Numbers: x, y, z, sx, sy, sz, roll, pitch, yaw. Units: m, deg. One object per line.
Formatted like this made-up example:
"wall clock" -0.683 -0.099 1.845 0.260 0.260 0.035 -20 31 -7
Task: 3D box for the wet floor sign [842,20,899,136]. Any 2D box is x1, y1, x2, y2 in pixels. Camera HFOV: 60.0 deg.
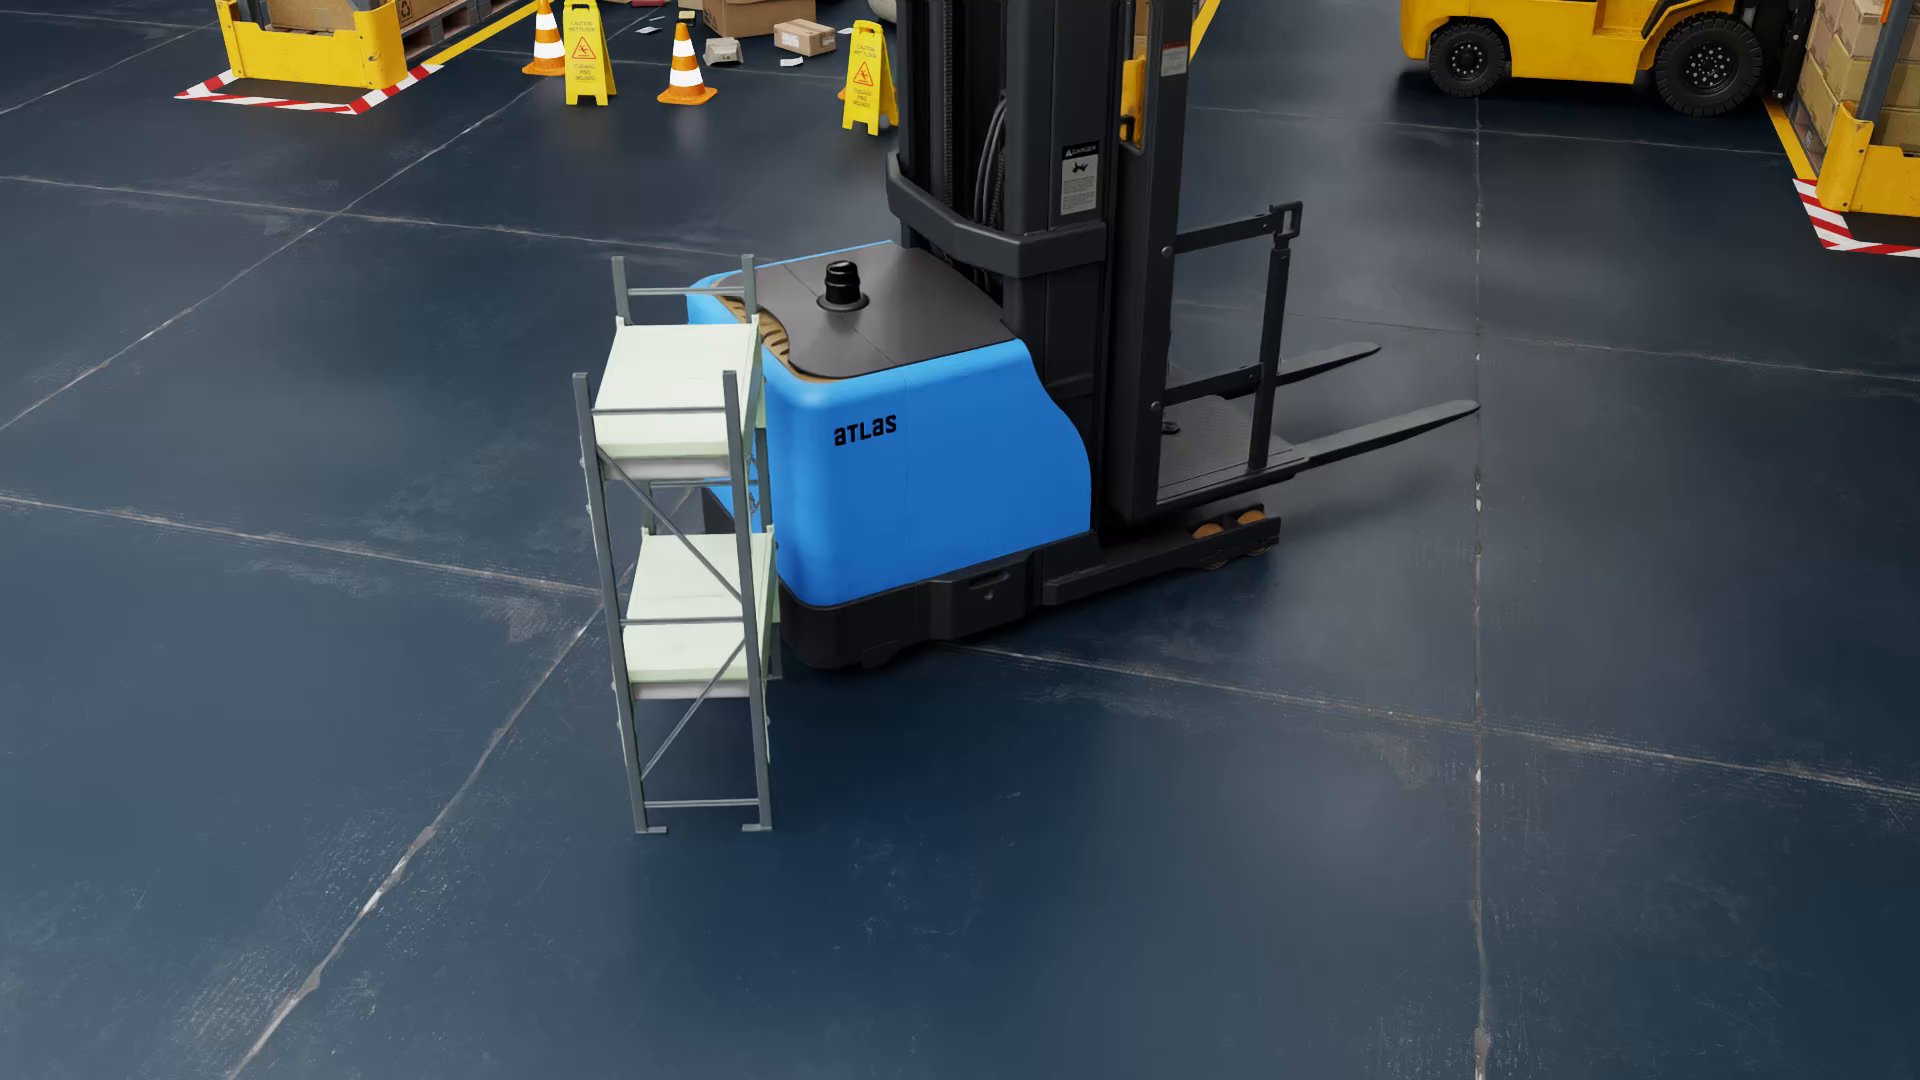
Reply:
"wet floor sign" -0.549 -2.821 10.087 0.267 0.644 0.232 20 38 29

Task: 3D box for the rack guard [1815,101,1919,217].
"rack guard" 5.330 -2.027 8.972 1.175 0.500 0.348 8 33 12

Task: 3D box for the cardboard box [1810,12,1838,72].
"cardboard box" 5.295 -2.876 9.683 0.500 0.250 0.500 8 33 12

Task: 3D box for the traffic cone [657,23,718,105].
"traffic cone" -1.764 -3.071 10.649 0.336 0.463 0.334 8 33 12

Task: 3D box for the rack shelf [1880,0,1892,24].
"rack shelf" 5.844 -3.828 10.146 1.077 0.370 4.000 8 33 12

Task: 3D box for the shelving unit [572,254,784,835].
"shelving unit" -0.770 0.026 4.811 0.431 1.500 0.755 -1 32 -2

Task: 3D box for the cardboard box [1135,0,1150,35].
"cardboard box" 1.012 -3.494 10.423 0.500 0.500 0.500 7 33 11

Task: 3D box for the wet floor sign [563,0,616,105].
"wet floor sign" -2.372 -3.111 10.542 0.267 0.644 0.232 3 33 4

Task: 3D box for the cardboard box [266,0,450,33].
"cardboard box" -4.171 -4.031 11.384 0.875 0.875 0.875 8 33 13

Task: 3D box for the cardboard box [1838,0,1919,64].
"cardboard box" 5.152 -2.814 9.120 0.500 0.250 0.500 9 34 14

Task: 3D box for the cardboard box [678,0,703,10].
"cardboard box" -1.919 -4.168 12.560 0.396 0.266 0.258 14 35 21

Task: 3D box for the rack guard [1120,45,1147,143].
"rack guard" 0.553 -2.752 10.114 1.175 0.500 0.348 8 33 12

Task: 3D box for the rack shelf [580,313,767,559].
"rack shelf" -0.770 -0.303 4.601 0.431 0.370 0.720 -1 32 -2

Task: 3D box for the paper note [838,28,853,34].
"paper note" -0.791 -3.692 12.040 0.148 0.019 0.142 20 38 29

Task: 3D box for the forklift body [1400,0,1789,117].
"forklift body" 4.053 -3.968 10.487 2.313 2.155 1.214 8 33 12

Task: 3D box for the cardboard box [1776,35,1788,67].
"cardboard box" 5.531 -3.185 10.636 0.500 0.250 0.500 9 34 14

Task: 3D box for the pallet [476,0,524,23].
"pallet" -3.841 -4.269 12.769 1.003 0.211 1.213 8 33 12

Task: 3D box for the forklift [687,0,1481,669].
"forklift" 0.605 -1.362 5.661 3.031 2.935 1.130 -16 36 -23

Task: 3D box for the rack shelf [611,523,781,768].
"rack shelf" -0.770 0.301 4.985 0.431 0.370 0.720 -1 32 -2

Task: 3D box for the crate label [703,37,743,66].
"crate label" -1.625 -3.350 11.391 0.250 0.136 0.298 -8 33 -13

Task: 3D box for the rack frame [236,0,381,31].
"rack frame" -4.279 -4.389 10.358 1.000 3.000 0.127 8 33 12

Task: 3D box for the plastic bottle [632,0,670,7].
"plastic bottle" -2.345 -4.097 12.637 0.283 0.061 0.133 -3 33 -4

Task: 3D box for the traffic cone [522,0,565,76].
"traffic cone" -2.771 -3.401 11.168 0.336 0.463 0.334 8 33 12

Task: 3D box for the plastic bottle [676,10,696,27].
"plastic bottle" -2.013 -3.848 12.245 0.133 0.061 0.283 -3 33 -4

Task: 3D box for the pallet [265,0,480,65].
"pallet" -4.152 -3.638 11.776 1.003 0.211 1.213 8 33 12

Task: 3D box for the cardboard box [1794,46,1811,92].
"cardboard box" 5.421 -2.913 10.207 0.500 0.250 0.500 8 33 13

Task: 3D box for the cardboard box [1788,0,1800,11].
"cardboard box" 5.536 -3.406 10.517 0.500 0.250 0.500 8 33 12

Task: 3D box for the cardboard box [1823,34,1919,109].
"cardboard box" 5.157 -2.617 9.276 0.500 0.250 0.500 8 33 12

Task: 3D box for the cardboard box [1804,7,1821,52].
"cardboard box" 5.406 -3.146 10.109 0.500 0.250 0.500 7 33 11

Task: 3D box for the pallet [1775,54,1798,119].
"pallet" 5.802 -2.951 10.695 1.003 0.211 1.213 8 33 12

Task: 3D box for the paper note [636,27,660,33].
"paper note" -2.250 -3.697 12.038 0.144 0.017 0.142 20 38 29

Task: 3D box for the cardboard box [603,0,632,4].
"cardboard box" -2.666 -4.466 12.807 0.500 0.500 0.500 14 35 21

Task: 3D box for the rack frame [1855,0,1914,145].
"rack frame" 5.336 -3.094 8.321 1.000 3.000 0.127 8 33 12

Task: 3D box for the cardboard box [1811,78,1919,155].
"cardboard box" 5.150 -2.398 9.397 0.500 0.250 0.500 8 33 13

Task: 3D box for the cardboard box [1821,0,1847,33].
"cardboard box" 5.275 -3.080 9.538 0.500 0.250 0.500 9 33 13

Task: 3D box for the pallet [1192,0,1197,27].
"pallet" 1.105 -3.678 11.839 1.003 0.211 1.213 8 33 12

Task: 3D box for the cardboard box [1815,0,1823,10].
"cardboard box" 5.394 -3.343 9.952 0.500 0.250 0.500 8 33 13

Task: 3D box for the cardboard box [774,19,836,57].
"cardboard box" -1.087 -3.520 11.648 0.380 0.149 0.250 28 42 36

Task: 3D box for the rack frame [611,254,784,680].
"rack frame" -0.787 -0.170 5.119 0.400 1.500 0.023 -1 32 -2

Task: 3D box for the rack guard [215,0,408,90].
"rack guard" -4.286 -3.322 11.009 1.175 0.500 0.348 8 33 12

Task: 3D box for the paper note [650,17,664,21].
"paper note" -2.245 -3.863 12.316 0.032 0.001 0.123 28 42 36

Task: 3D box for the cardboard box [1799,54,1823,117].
"cardboard box" 5.285 -2.654 9.801 0.500 0.250 0.500 8 33 12

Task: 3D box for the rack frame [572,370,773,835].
"rack frame" -0.753 0.222 4.502 0.400 1.500 0.023 -1 32 -2

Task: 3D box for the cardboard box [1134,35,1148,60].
"cardboard box" 1.006 -3.166 10.605 0.500 0.250 0.500 8 33 12

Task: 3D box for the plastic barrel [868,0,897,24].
"plastic barrel" -0.406 -3.959 12.082 0.421 0.421 0.512 -21 38 -29

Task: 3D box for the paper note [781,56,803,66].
"paper note" -1.151 -3.276 11.375 0.148 0.019 0.142 -3 33 -4

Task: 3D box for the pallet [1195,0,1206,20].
"pallet" 1.413 -4.313 12.838 1.003 0.211 1.213 8 33 12

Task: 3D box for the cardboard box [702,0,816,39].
"cardboard box" -1.469 -3.970 12.027 0.797 0.503 0.637 -14 35 -21

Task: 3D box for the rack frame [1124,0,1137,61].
"rack frame" 0.534 -3.768 9.381 1.000 3.000 0.127 8 33 12

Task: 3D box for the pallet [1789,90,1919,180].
"pallet" 5.490 -2.320 9.702 1.003 0.211 1.213 8 33 12

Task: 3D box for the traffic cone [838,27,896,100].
"traffic cone" -0.604 -3.096 10.689 0.336 0.463 0.334 8 33 12

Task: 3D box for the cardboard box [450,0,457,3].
"cardboard box" -3.950 -4.488 12.102 0.875 0.875 0.875 8 33 12
